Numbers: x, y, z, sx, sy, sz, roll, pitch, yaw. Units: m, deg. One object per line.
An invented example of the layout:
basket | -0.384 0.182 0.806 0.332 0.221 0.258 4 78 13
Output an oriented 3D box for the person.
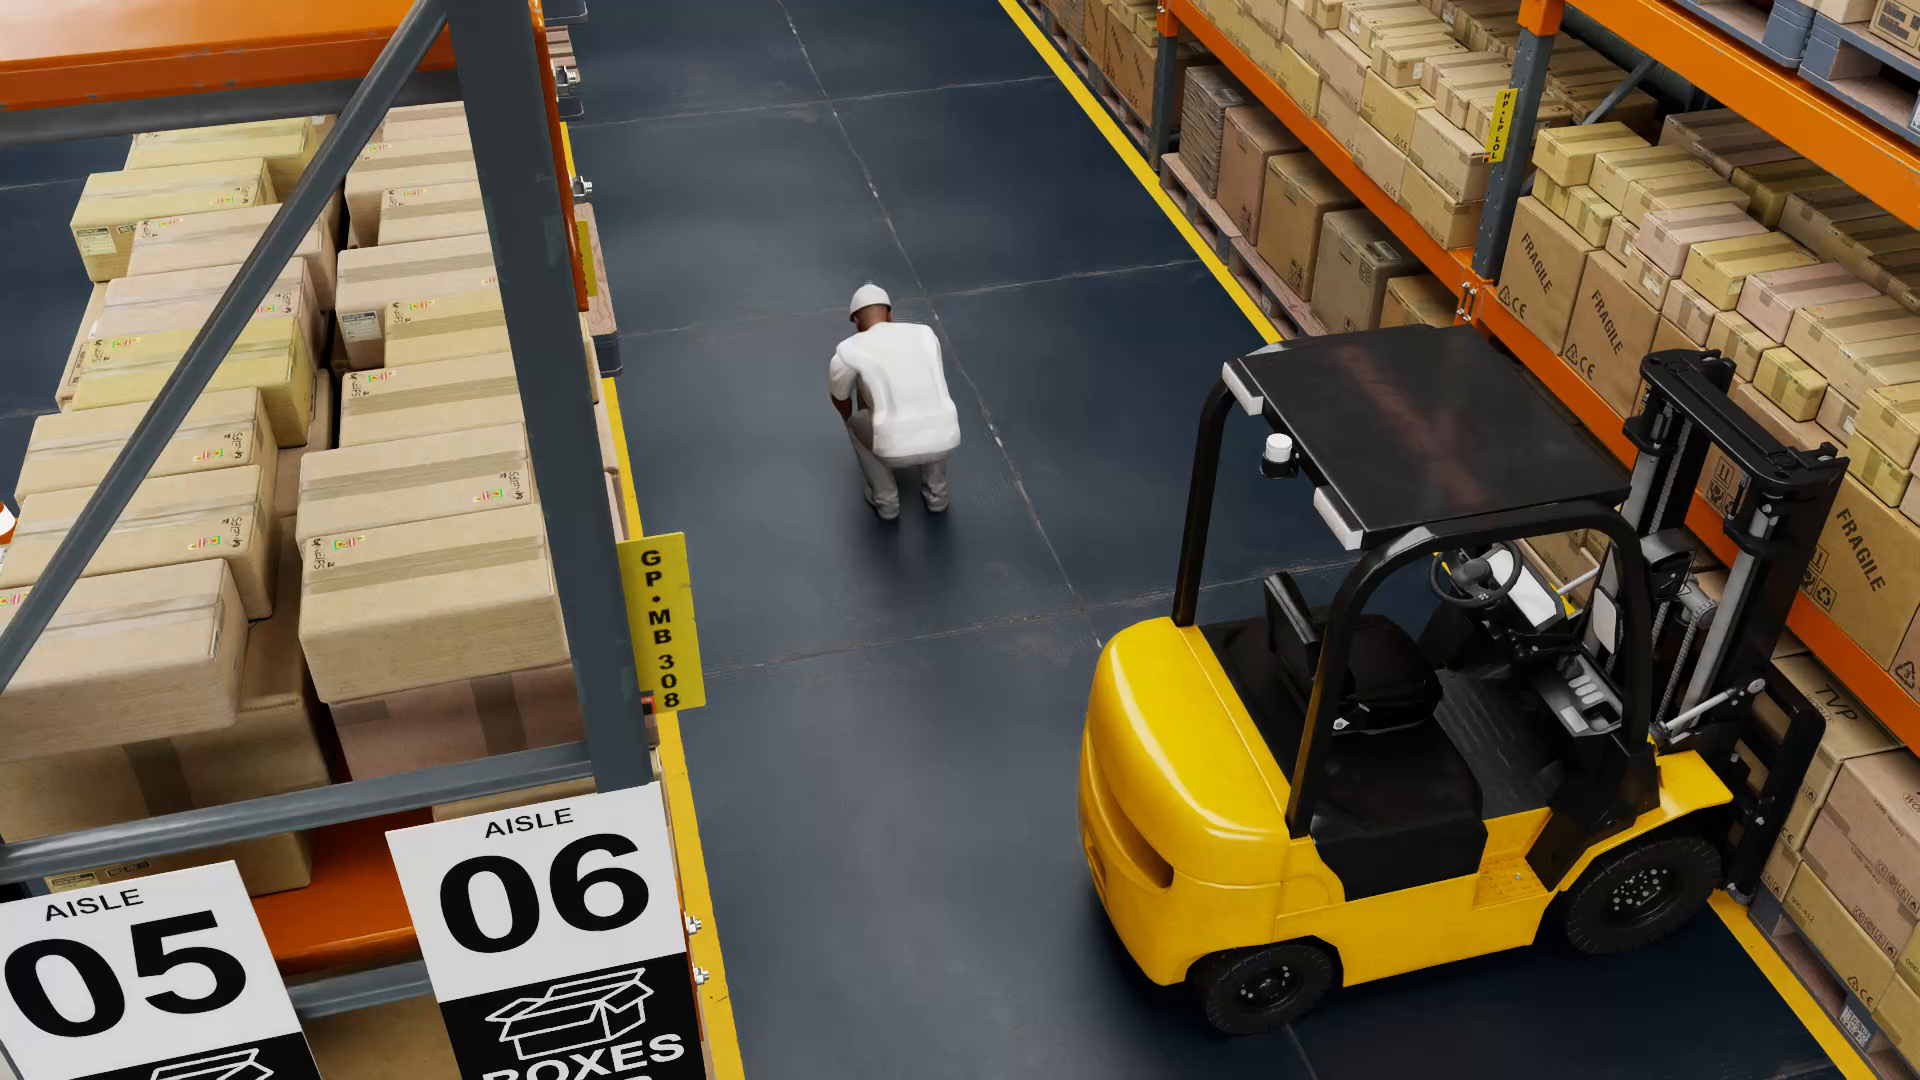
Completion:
person | -0.331 -0.722 8.129 0.569 0.869 0.897 -9 39 -12
